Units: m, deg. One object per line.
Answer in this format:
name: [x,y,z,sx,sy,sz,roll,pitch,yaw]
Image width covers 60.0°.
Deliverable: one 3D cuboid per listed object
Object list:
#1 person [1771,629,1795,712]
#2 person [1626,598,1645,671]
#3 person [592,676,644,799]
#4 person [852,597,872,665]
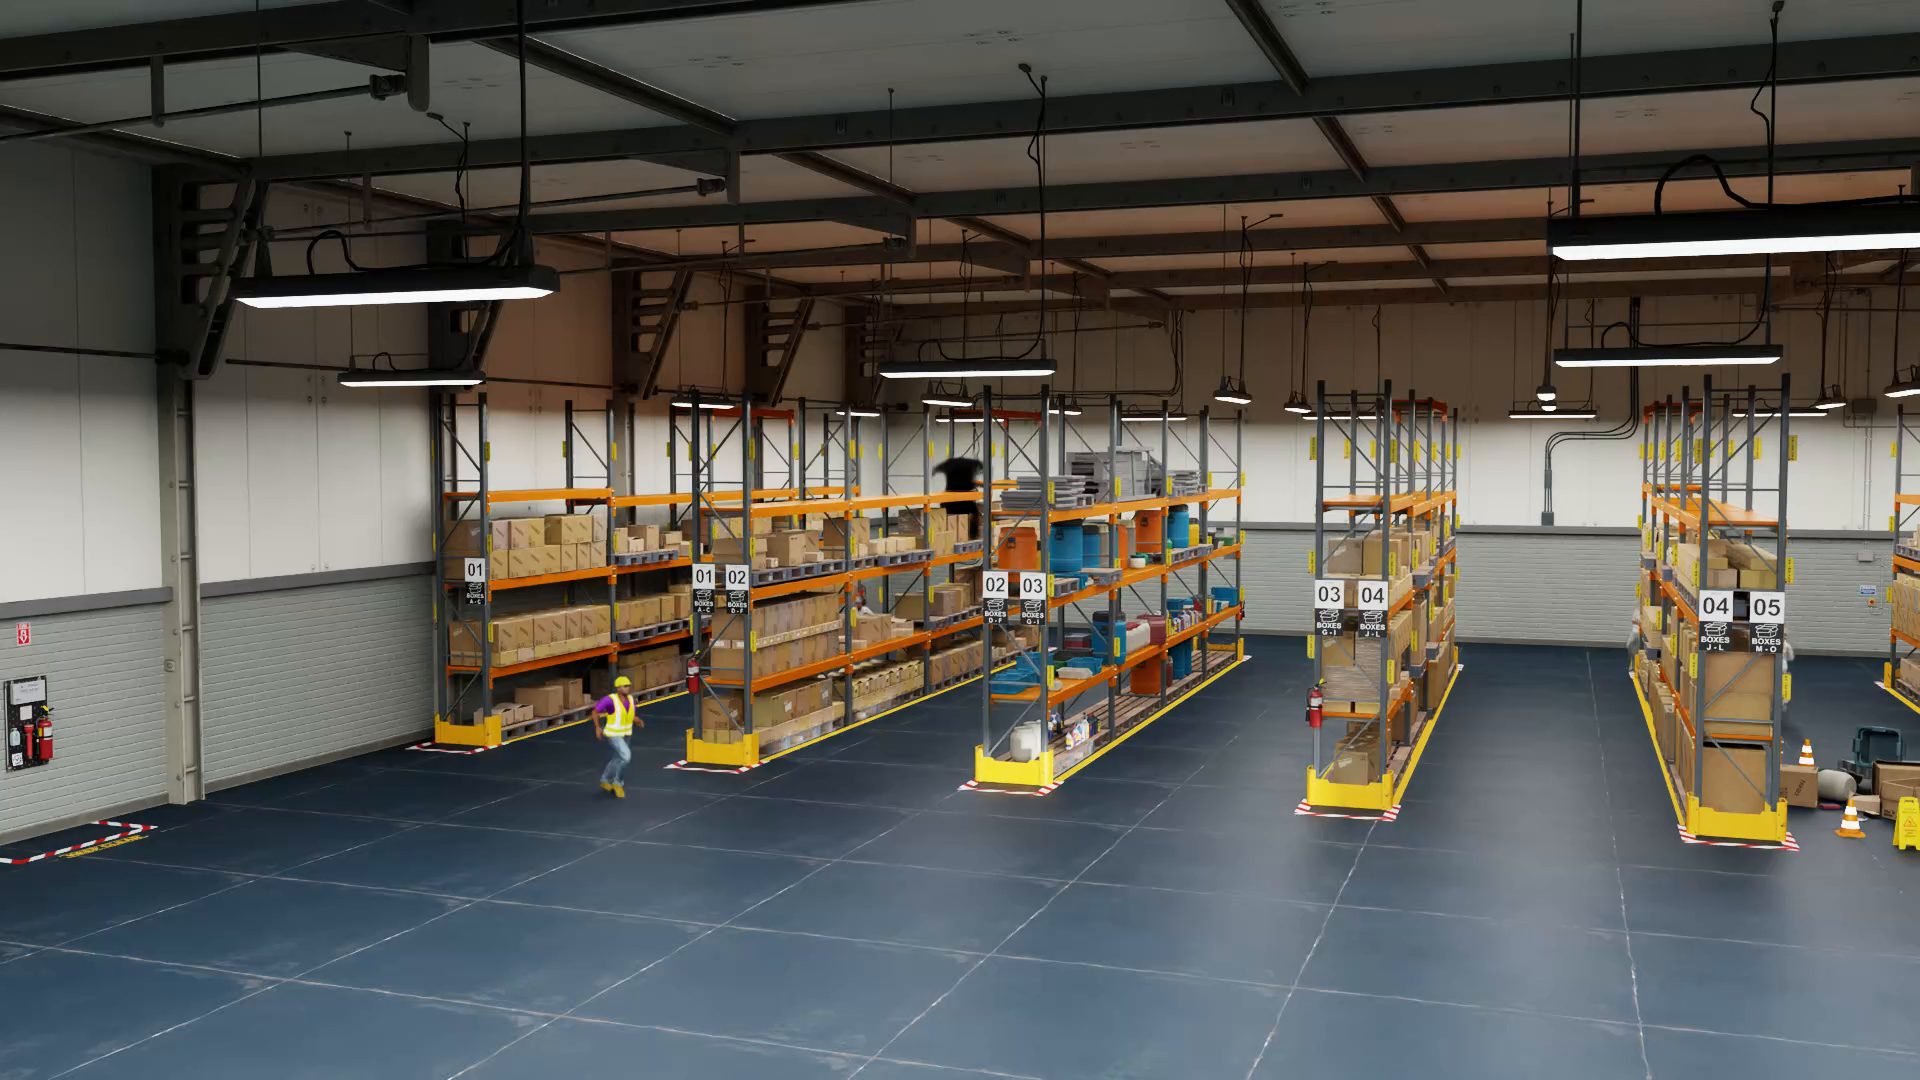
person: [15.514,2.475,31.567,0.607,1.665,0.870,1,3,18]
person: [15.571,2.135,37.803,0.680,1.807,0.671,-1,3,-16]
person: [-4.962,2.856,24.145,0.834,1.774,0.644,2,4,34]
person: [-2.299,2.121,38.437,0.671,1.662,0.809,0,3,0]
